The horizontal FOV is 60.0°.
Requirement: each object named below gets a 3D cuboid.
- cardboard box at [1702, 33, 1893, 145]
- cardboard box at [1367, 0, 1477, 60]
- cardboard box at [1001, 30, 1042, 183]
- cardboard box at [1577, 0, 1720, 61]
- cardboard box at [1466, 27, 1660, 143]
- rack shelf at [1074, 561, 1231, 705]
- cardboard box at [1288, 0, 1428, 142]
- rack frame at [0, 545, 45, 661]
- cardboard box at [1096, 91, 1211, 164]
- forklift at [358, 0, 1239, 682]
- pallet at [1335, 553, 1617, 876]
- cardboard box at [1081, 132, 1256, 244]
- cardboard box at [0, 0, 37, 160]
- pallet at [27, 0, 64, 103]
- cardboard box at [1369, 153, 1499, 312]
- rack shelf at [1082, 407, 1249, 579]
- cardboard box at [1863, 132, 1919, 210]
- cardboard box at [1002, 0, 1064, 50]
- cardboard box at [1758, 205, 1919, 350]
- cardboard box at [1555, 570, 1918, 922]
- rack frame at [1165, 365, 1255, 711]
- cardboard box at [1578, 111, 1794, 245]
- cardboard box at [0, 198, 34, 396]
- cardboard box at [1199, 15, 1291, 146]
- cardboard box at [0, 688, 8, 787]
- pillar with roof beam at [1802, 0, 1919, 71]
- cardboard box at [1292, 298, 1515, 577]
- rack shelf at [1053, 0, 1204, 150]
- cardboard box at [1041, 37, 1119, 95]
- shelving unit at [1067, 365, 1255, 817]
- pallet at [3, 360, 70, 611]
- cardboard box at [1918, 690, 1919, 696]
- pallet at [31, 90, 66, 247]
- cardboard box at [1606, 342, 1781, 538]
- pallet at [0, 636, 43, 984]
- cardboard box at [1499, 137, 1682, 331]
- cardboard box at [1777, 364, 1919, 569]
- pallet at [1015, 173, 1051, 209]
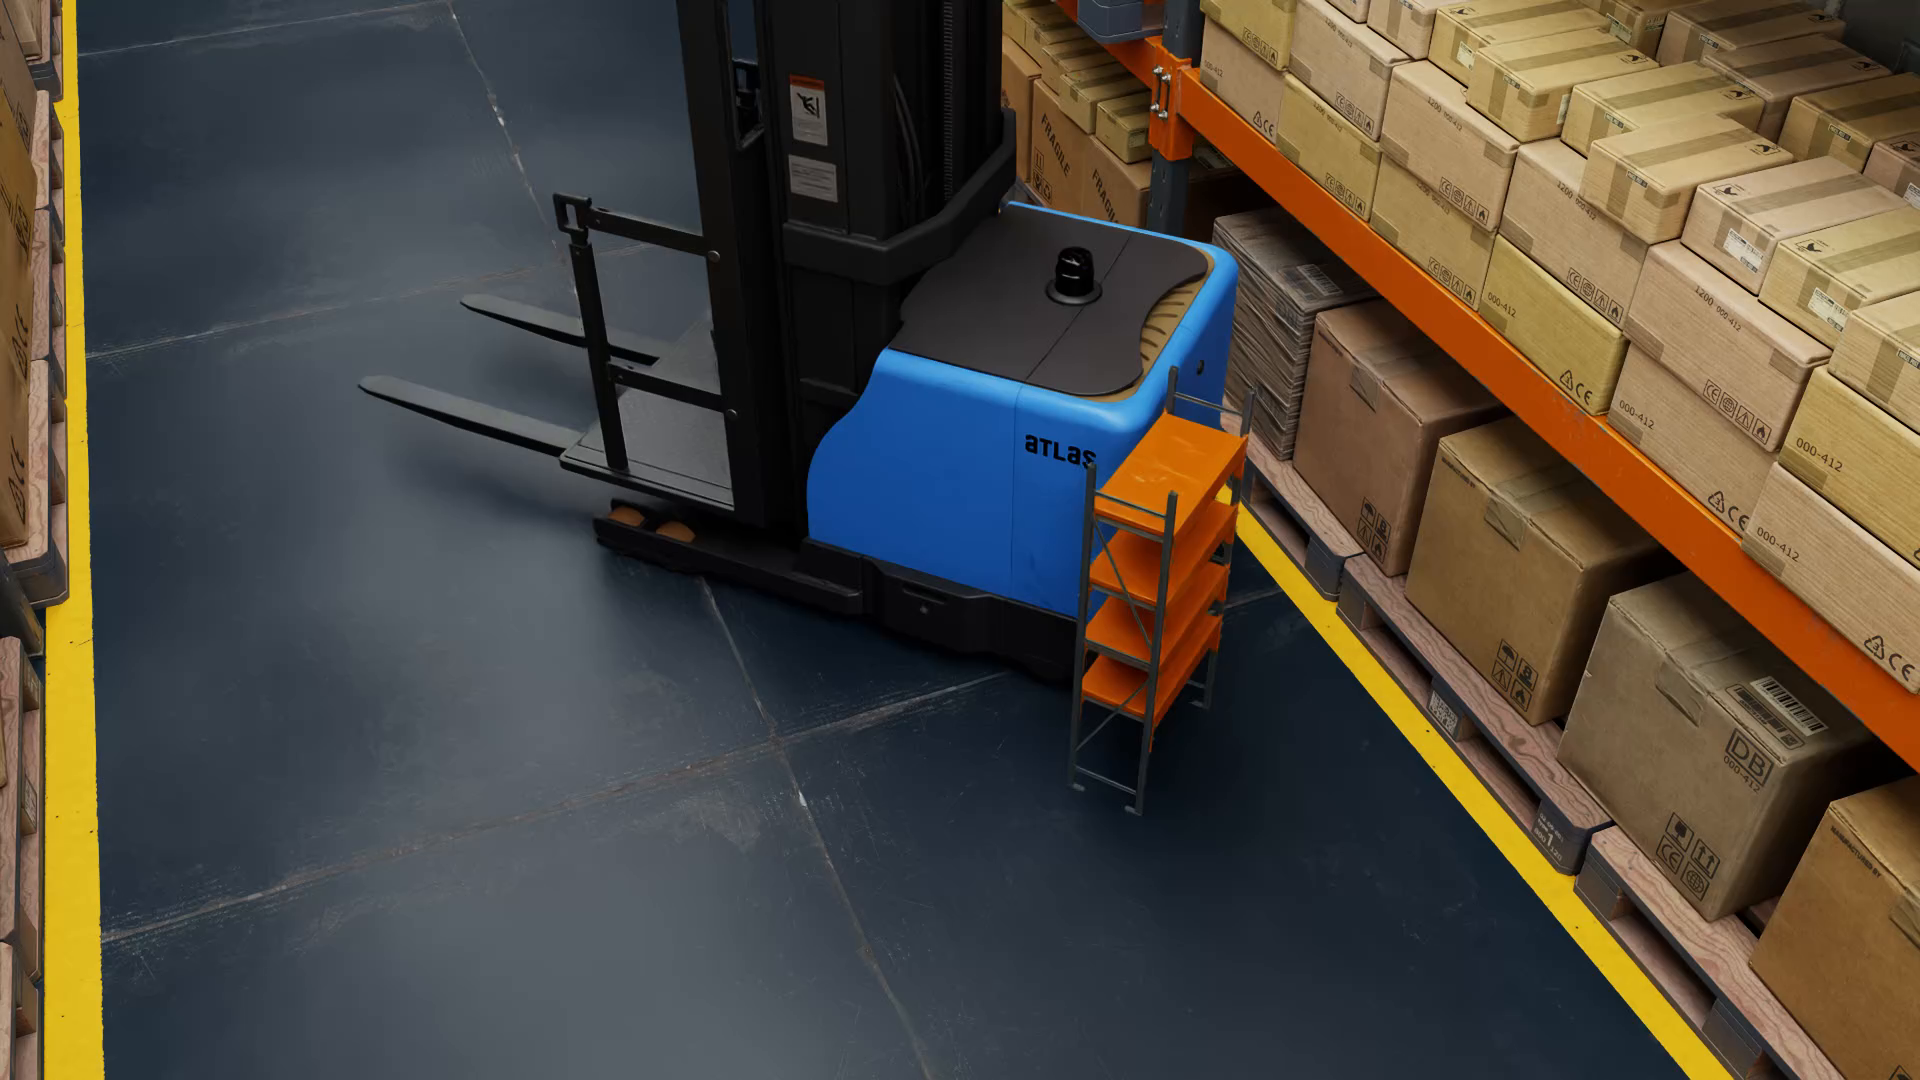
[{"bbox_3d":[2.090,-1.134,4.194,0.380,0.149,0.250,-14,43,-16],"label":"cardboard box"},{"bbox_3d":[1.360,-1.471,4.585,0.380,0.149,0.250,-15,43,-16],"label":"cardboard box"},{"bbox_3d":[0.428,-1.947,7.308,0.500,0.500,0.500,-13,42,-15],"label":"cardboard box"},{"bbox_3d":[1.917,-1.446,4.556,0.380,0.149,0.250,-15,43,-17],"label":"cardboard box"},{"bbox_3d":[1.526,-1.159,4.223,0.380,0.149,0.250,-14,43,-16],"label":"cardboard box"},{"bbox_3d":[0.545,0.218,4.680,0.258,0.148,0.480,21,45,22],"label":"rack shelf"},{"bbox_3d":[1.308,-1.418,4.830,0.500,0.250,0.500,-14,43,-16],"label":"cardboard box"},{"bbox_3d":[-3.412,-0.675,4.234,1.000,3.000,0.127,-15,43,-17],"label":"rack frame"},{"bbox_3d":[0.750,-1.607,6.416,0.380,0.149,0.250,-17,44,-19],"label":"cardboard box"},{"bbox_3d":[-0.683,-1.306,5.020,3.031,2.935,1.130,16,43,18],"label":"forklift"},{"bbox_3d":[1.915,0.381,5.145,1.003,0.211,1.213,-15,43,-17],"label":"pallet"},{"bbox_3d":[0.813,-1.328,6.589,0.500,0.500,0.500,-14,43,-16],"label":"cardboard box"},{"bbox_3d":[-4.631,-2.085,7.181,0.875,0.875,0.875,-14,43,-16],"label":"cardboard box"},{"bbox_3d":[-5.161,-2.505,8.501,1.003,0.211,1.213,-15,43,-17],"label":"pallet"},{"bbox_3d":[1.508,-0.918,4.632,0.500,0.250,0.500,-16,43,-18],"label":"cardboard box"},{"bbox_3d":[0.545,-0.131,4.380,0.258,0.148,0.480,21,45,22],"label":"rack shelf"},{"bbox_3d":[2.328,-0.836,3.848,0.380,0.149,0.250,-15,43,-17],"label":"cardboard box"},{"bbox_3d":[0.402,-2.254,7.168,0.380,0.149,0.250,-16,43,-17],"label":"cardboard box"},{"bbox_3d":[1.942,-0.550,3.515,0.380,0.149,0.250,-16,43,-18],"label":"cardboard box"},{"bbox_3d":[2.204,0.454,4.420,0.875,0.625,0.625,-16,43,-17],"label":"cardboard box"},{"bbox_3d":[0.668,0.029,4.796,0.240,1.200,0.015,21,45,22],"label":"rack frame"},{"bbox_3d":[1.678,-0.843,3.855,0.380,0.149,0.250,-16,43,-18],"label":"cardboard box"},{"bbox_3d":[-3.936,-1.004,5.924,0.875,0.875,0.875,-15,43,-16],"label":"cardboard box"},{"bbox_3d":[1.117,-1.530,5.344,0.500,0.250,0.500,-15,43,-17],"label":"cardboard box"},{"bbox_3d":[-3.205,0.505,4.555,0.950,0.372,0.625,-18,44,-20],"label":"cardboard box"},{"bbox_3d":[-1.473,-2.556,1.820,9.100,9.000,0.400,-15,43,-17],"label":"pillar with roof beam"},{"bbox_3d":[1.656,-0.404,5.418,0.875,0.625,0.625,-14,43,-15],"label":"cardboard box"},{"bbox_3d":[0.408,-2.848,7.313,1.077,0.370,4.000,-15,43,-17],"label":"rack shelf"},{"bbox_3d":[0.557,-1.934,6.796,0.380,0.149,0.250,-16,43,-18],"label":"cardboard box"},{"bbox_3d":[0.545,0.167,4.636,0.258,1.200,0.503,21,45,22],"label":"shelving unit"},{"bbox_3d":[-3.644,-0.111,5.718,1.003,0.211,1.213,-15,43,-17],"label":"pallet"},{"bbox_3d":[2.269,0.313,3.201,0.500,0.250,0.500,-14,43,-16],"label":"cardboard box"},{"bbox_3d":[-4.577,-1.581,7.427,1.003,0.211,1.213,-15,43,-17],"label":"pallet"},{"bbox_3d":[1.910,-0.296,3.908,0.500,0.250,0.500,-15,43,-17],"label":"cardboard box"},{"bbox_3d":[-3.114,0.853,4.596,1.003,0.211,1.213,-15,43,-17],"label":"pallet"},{"bbox_3d":[1.710,-0.797,4.108,0.500,0.250,0.500,-15,43,-16],"label":"cardboard box"},{"bbox_3d":[2.076,-0.179,3.389,0.500,0.250,0.500,-16,43,-18],"label":"cardboard box"},{"bbox_3d":[0.922,-1.317,7.120,1.003,0.211,1.213,-15,43,-17],"label":"pallet"}]
